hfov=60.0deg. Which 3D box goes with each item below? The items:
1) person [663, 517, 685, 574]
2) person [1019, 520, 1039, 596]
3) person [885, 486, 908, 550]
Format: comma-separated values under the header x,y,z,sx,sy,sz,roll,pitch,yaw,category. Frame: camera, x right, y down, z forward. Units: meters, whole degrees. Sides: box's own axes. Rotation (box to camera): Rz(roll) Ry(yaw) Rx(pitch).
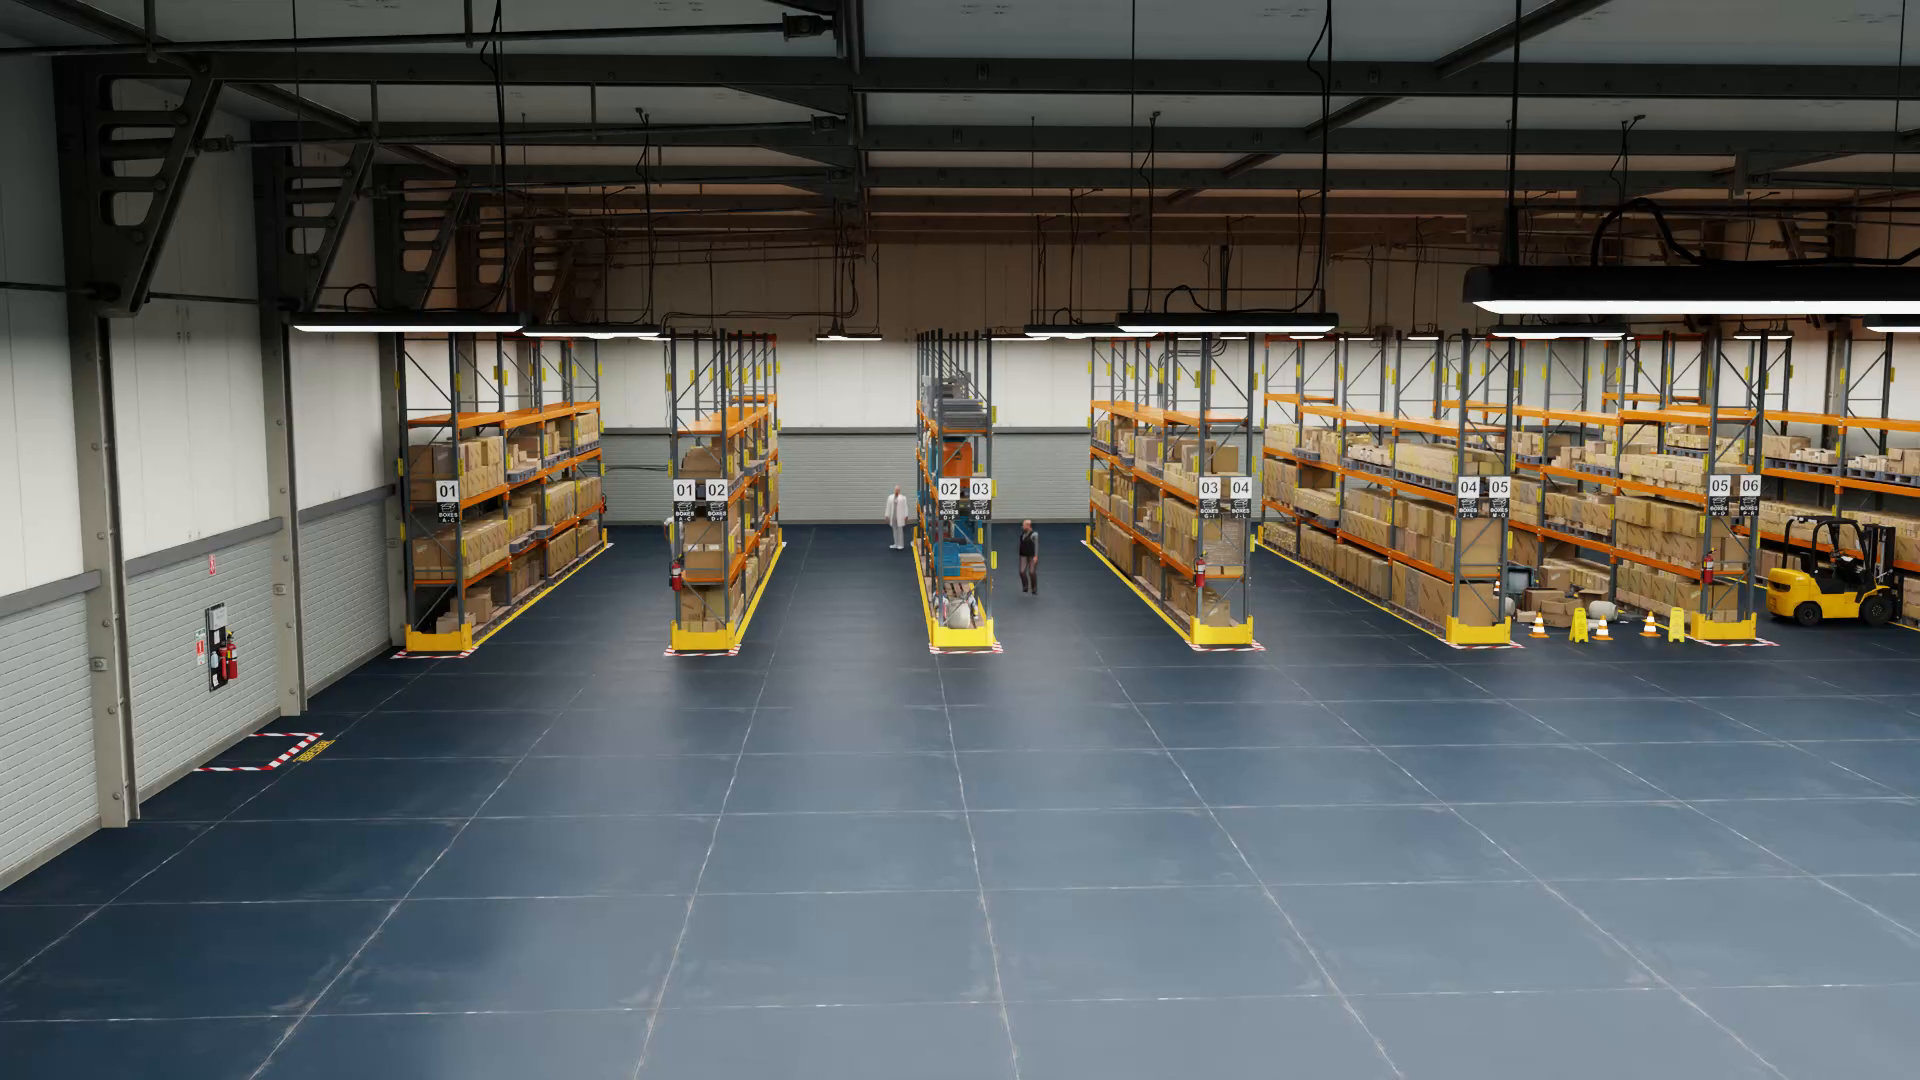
x,y,z,sx,sy,sz,roll,pitch,yaw,category
-7.088,0.002,41.379,0.620,1.627,0.982,0,7,-2,person
1.569,0.421,38.109,0.536,1.783,0.408,3,8,27,person
-1.769,-0.628,46.447,0.650,1.785,0.437,3,8,26,person
